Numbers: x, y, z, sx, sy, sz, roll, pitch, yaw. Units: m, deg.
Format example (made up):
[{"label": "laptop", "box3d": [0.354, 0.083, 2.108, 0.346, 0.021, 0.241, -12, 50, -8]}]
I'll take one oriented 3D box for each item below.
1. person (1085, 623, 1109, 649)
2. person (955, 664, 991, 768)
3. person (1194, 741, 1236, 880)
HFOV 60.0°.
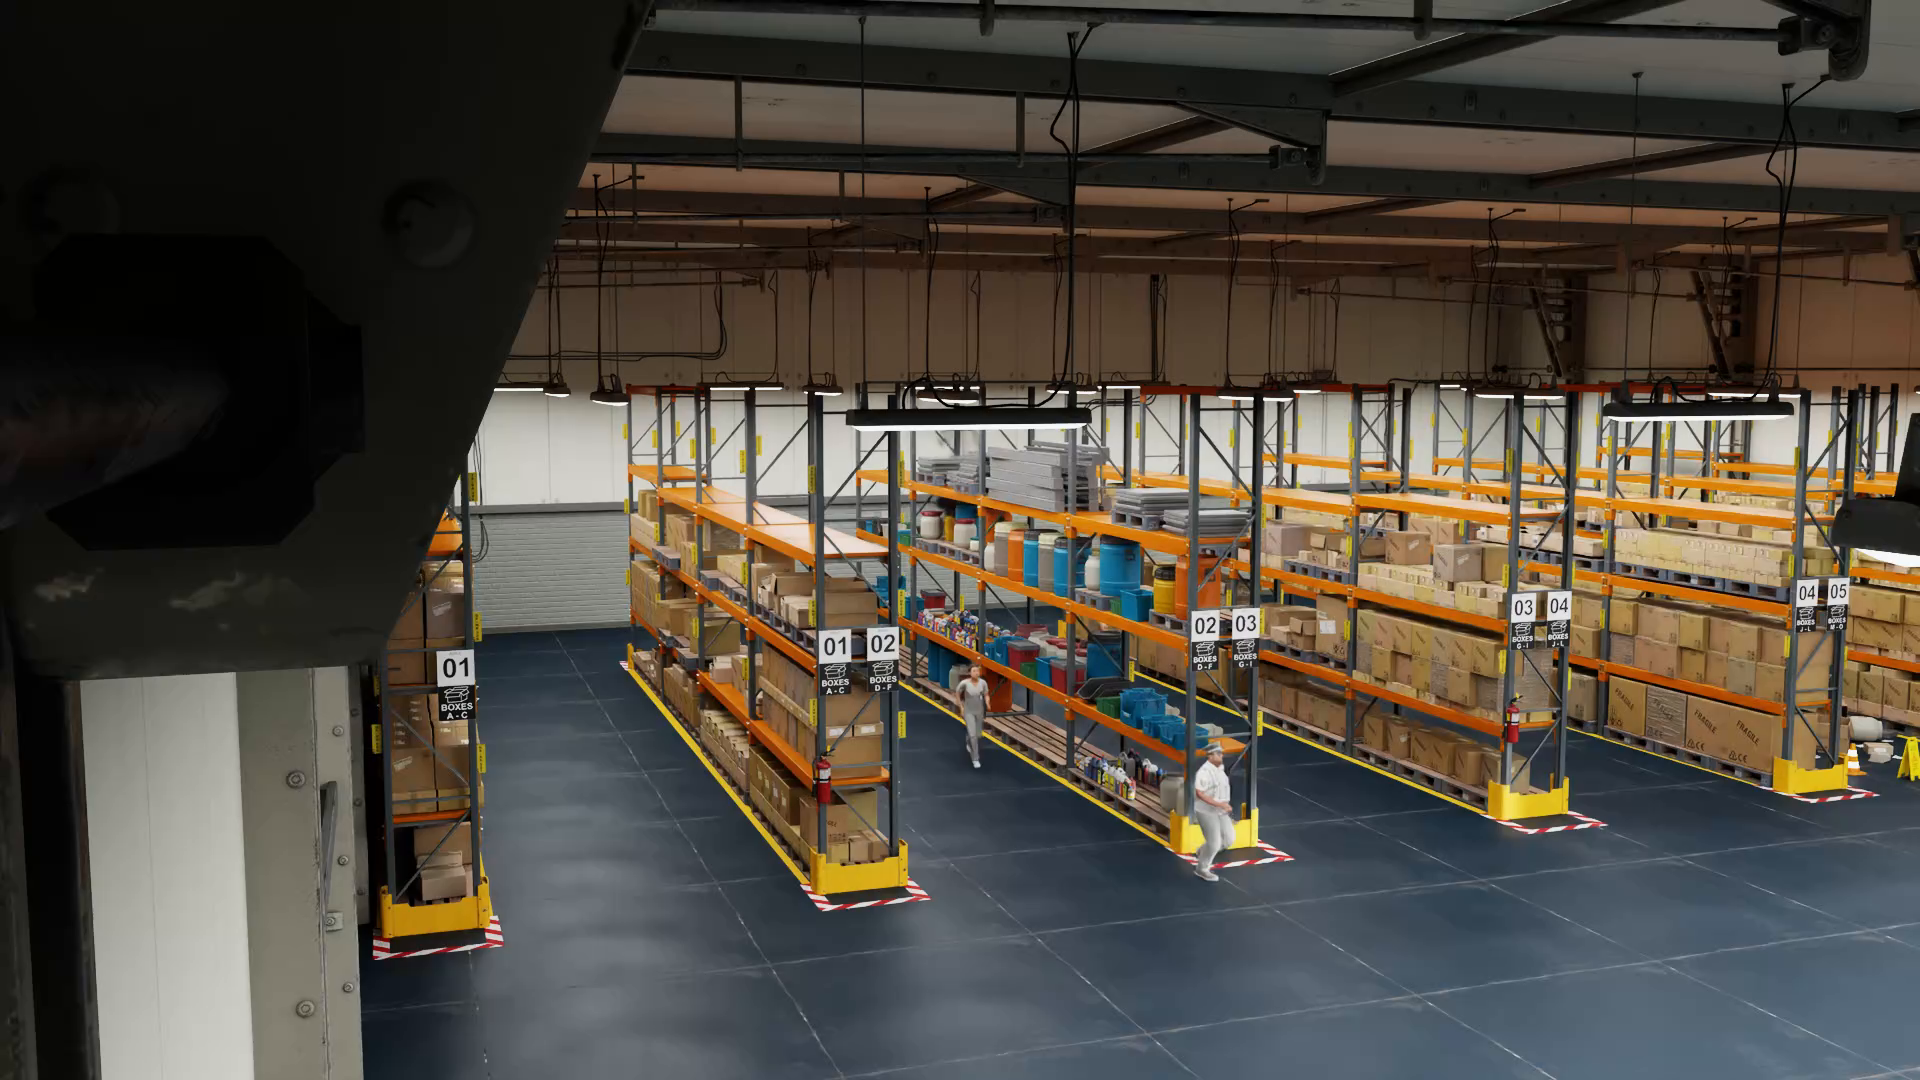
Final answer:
[{"label": "person", "box3d": [2.608, 2.377, 30.197, 0.706, 1.758, 0.941, -3, 7, -25]}, {"label": "person", "box3d": [0.189, 2.772, 26.686, 0.547, 1.641, 0.817, -2, 6, -16]}, {"label": "person", "box3d": [3.162, 3.338, 20.598, 0.616, 1.739, 0.708, 4, 7, 36]}]
